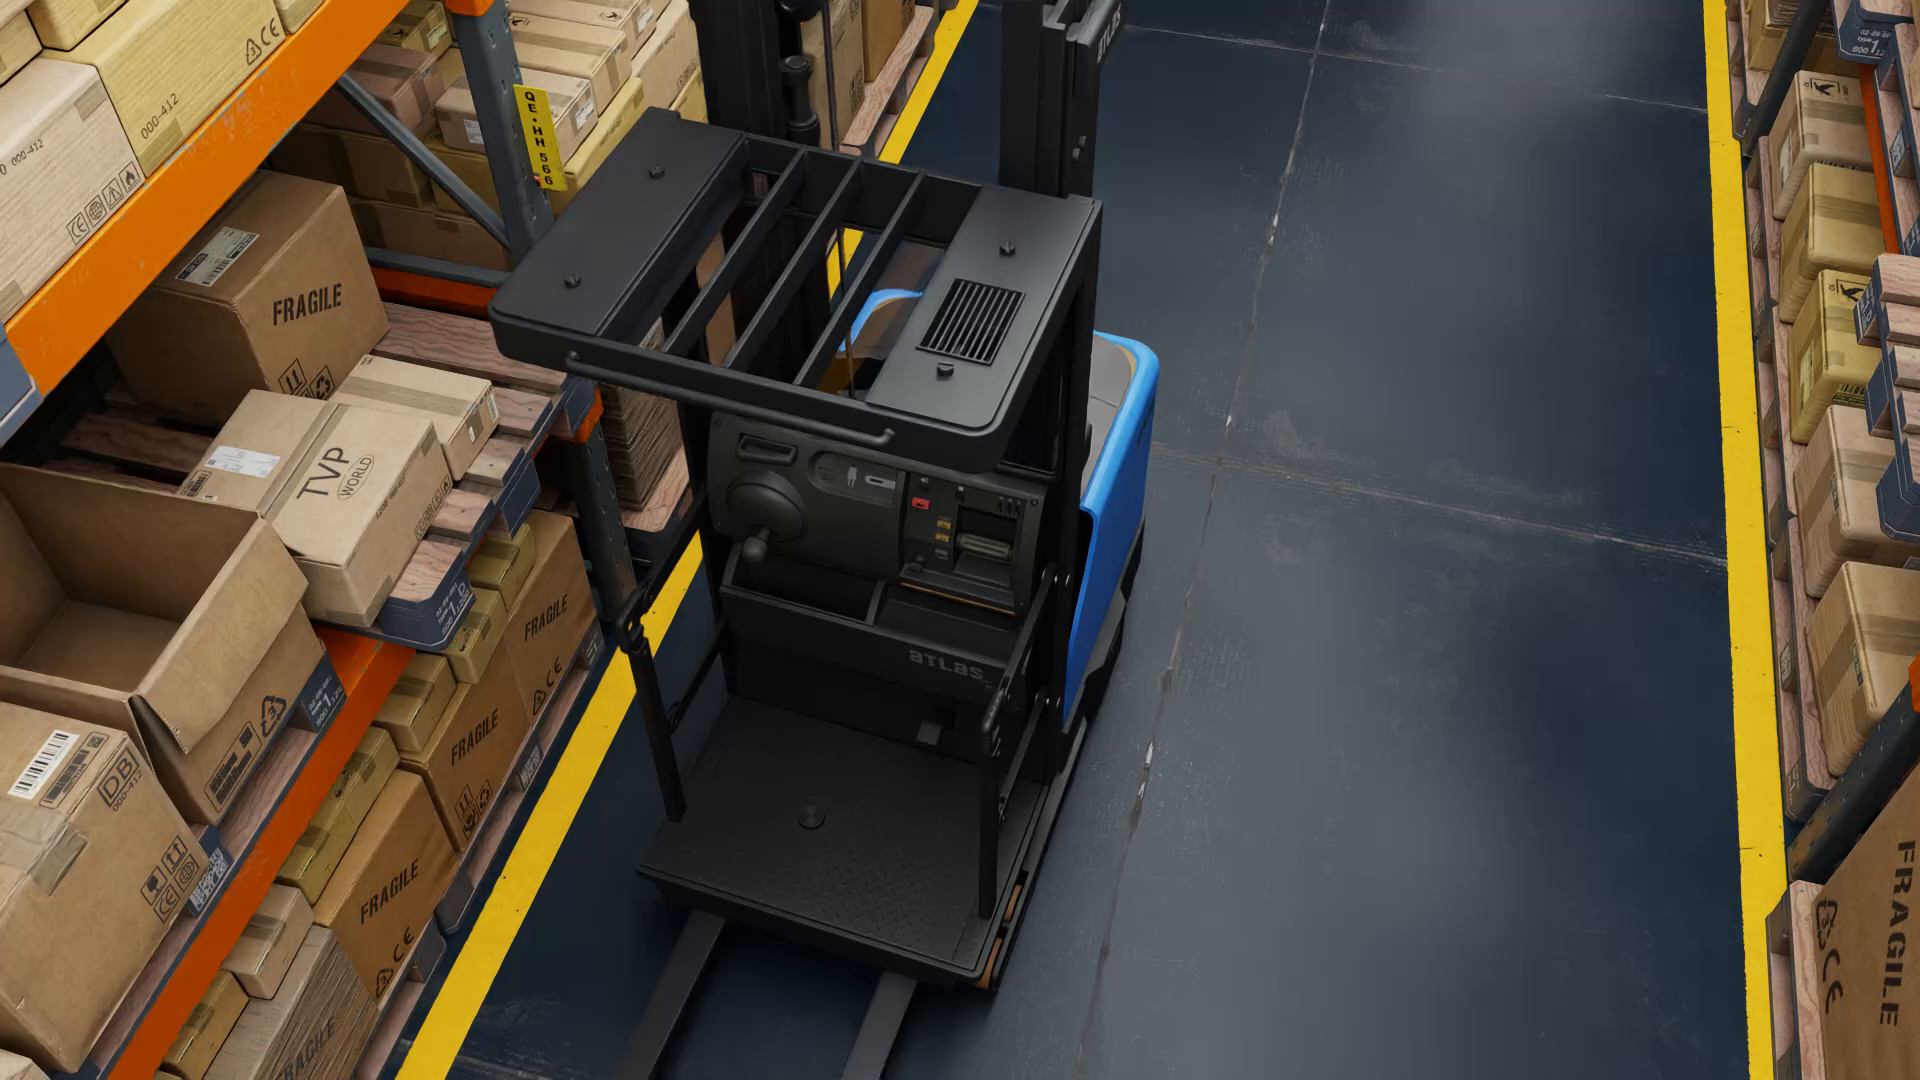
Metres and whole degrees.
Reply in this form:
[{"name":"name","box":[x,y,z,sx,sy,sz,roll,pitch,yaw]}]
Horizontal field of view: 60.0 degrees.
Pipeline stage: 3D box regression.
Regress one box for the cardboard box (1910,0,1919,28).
[{"name":"cardboard box","box":[3.551,-1.882,5.798,0.380,0.149,0.250,12,50,11]}]

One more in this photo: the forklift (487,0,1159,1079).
[{"name":"forklift","box":[-0.302,0.034,4.265,1.130,2.935,3.031,15,50,13]}]

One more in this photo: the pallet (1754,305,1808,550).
[{"name":"pallet","box":[3.662,-0.369,6.435,1.003,0.211,1.213,12,50,10]}]

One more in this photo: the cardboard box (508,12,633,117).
[{"name":"cardboard box","box":[-1.221,-1.437,5.018,0.380,0.149,0.250,13,50,11]}]

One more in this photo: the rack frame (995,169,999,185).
[{"name":"rack frame","box":[0.239,-0.859,6.208,0.240,1.200,0.015,15,50,13]}]

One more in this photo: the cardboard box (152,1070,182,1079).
[{"name":"cardboard box","box":[-2.077,1.379,3.986,0.380,0.149,0.250,13,50,11]}]

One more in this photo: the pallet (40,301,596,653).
[{"name":"pallet","box":[-1.769,-0.256,4.603,1.213,0.211,1.003,12,50,10]}]

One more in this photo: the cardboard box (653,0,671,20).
[{"name":"cardboard box","box":[-1.122,-1.820,5.356,0.380,0.149,0.250,12,50,10]}]

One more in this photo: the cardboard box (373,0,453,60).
[{"name":"cardboard box","box":[-1.807,-1.558,5.125,0.380,0.149,0.250,13,50,11]}]

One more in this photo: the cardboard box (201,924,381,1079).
[{"name":"cardboard box","box":[-1.958,1.331,4.462,0.500,0.500,0.500,10,49,9]}]

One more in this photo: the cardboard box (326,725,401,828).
[{"name":"cardboard box","box":[-1.811,0.624,4.653,0.380,0.149,0.250,13,50,11]}]

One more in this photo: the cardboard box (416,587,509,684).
[{"name":"cardboard box","box":[-1.586,0.261,4.974,0.380,0.149,0.250,9,49,8]}]

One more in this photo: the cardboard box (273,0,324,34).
[{"name":"cardboard box","box":[-1.559,-1.347,3.538,0.500,0.250,0.500,10,49,9]}]

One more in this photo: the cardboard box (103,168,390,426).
[{"name":"cardboard box","box":[-1.945,-0.654,4.480,0.500,0.500,0.500,14,50,12]}]

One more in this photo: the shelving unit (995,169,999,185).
[{"name":"shelving unit","box":[0.159,-0.686,6.055,0.258,1.200,0.503,15,50,13]}]

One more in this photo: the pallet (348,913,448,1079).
[{"name":"pallet","box":[-2.214,1.511,4.775,1.003,0.211,1.213,12,50,10]}]

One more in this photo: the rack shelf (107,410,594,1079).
[{"name":"rack shelf","box":[-2.185,0.861,3.969,1.077,0.370,4.000,12,50,10]}]

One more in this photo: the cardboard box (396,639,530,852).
[{"name":"cardboard box","box":[-1.704,0.573,5.131,0.500,0.500,0.500,11,49,9]}]

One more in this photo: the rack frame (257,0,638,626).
[{"name":"rack frame","box":[-1.658,-0.824,4.976,1.000,3.000,0.127,12,50,10]}]

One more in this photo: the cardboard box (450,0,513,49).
[{"name":"cardboard box","box":[-1.675,-1.689,5.507,0.500,0.250,0.500,12,50,10]}]

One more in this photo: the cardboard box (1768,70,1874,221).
[{"name":"cardboard box","box":[4.049,-1.630,7.160,0.950,0.372,0.625,12,50,11]}]

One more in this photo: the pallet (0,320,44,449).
[{"name":"pallet","box":[-2.202,-0.069,2.435,1.213,0.211,1.003,12,50,10]}]

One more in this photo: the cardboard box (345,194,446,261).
[{"name":"cardboard box","box":[-1.787,-1.150,5.364,0.500,0.250,0.500,11,49,9]}]

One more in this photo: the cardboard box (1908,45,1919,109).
[{"name":"cardboard box","box":[3.364,-1.521,5.479,0.380,0.149,0.250,13,50,11]}]

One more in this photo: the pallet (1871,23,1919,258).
[{"name":"pallet","box":[3.613,-1.223,5.457,1.003,0.211,1.213,12,50,10]}]

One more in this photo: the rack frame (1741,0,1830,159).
[{"name":"rack frame","box":[4.184,-2.740,6.668,1.000,3.000,0.127,12,50,10]}]

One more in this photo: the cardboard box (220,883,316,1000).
[{"name":"cardboard box","box":[-1.920,1.011,4.312,0.380,0.149,0.250,9,49,8]}]

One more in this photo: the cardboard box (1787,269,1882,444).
[{"name":"cardboard box","box":[3.681,-0.606,6.256,0.950,0.372,0.625,13,50,11]}]

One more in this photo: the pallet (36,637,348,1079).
[{"name":"pallet","box":[-2.166,0.647,3.806,1.003,0.211,1.213,12,50,10]}]

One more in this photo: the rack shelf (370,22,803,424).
[{"name":"rack shelf","box":[-1.132,-2.032,6.523,1.077,0.370,4.000,12,50,10]}]

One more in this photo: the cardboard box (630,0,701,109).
[{"name":"cardboard box","box":[-1.173,-1.574,5.405,0.500,0.250,0.500,13,50,11]}]

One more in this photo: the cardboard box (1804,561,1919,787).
[{"name":"cardboard box","box":[3.290,0.477,5.301,0.950,0.372,0.625,9,49,7]}]

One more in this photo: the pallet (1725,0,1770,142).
[{"name":"pallet","box":[4.327,-2.310,8.148,1.003,0.211,1.213,12,50,10]}]

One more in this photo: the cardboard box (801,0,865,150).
[{"name":"cardboard box","box":[-0.944,-2.131,7.434,0.875,0.625,0.625,11,50,10]}]

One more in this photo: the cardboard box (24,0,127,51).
[{"name":"cardboard box","box":[-1.723,-1.037,2.998,0.380,0.149,0.250,12,50,10]}]

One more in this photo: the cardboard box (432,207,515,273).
[{"name":"cardboard box","box":[-1.306,-1.047,5.273,0.500,0.250,0.500,12,50,10]}]

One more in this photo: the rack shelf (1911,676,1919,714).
[{"name":"rack shelf","box":[2.605,1.838,3.107,1.077,0.370,4.000,12,50,10]}]

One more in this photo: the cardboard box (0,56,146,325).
[{"name":"cardboard box","box":[-1.822,-0.622,2.897,0.500,0.250,0.500,12,50,10]}]

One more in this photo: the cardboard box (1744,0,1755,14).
[{"name":"cardboard box","box":[4.211,-2.837,8.307,0.500,0.250,0.500,10,49,9]}]

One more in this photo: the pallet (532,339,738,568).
[{"name":"pallet","box":[-1.404,-0.489,6.540,1.003,0.211,1.213,12,50,10]}]

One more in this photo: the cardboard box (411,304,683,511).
[{"name":"cardboard box","box":[-1.481,-0.625,6.105,0.875,0.625,0.625,13,50,11]}]

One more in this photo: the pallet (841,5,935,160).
[{"name":"pallet","box":[-0.762,-2.254,8.098,1.003,0.211,1.213,12,50,10]}]

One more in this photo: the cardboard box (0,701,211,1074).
[{"name":"cardboard box","box":[-2.025,0.650,3.329,0.700,0.500,0.500,11,50,10]}]

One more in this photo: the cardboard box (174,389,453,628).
[{"name":"cardboard box","box":[-1.624,-0.086,4.145,0.500,0.250,0.500,9,49,8]}]
